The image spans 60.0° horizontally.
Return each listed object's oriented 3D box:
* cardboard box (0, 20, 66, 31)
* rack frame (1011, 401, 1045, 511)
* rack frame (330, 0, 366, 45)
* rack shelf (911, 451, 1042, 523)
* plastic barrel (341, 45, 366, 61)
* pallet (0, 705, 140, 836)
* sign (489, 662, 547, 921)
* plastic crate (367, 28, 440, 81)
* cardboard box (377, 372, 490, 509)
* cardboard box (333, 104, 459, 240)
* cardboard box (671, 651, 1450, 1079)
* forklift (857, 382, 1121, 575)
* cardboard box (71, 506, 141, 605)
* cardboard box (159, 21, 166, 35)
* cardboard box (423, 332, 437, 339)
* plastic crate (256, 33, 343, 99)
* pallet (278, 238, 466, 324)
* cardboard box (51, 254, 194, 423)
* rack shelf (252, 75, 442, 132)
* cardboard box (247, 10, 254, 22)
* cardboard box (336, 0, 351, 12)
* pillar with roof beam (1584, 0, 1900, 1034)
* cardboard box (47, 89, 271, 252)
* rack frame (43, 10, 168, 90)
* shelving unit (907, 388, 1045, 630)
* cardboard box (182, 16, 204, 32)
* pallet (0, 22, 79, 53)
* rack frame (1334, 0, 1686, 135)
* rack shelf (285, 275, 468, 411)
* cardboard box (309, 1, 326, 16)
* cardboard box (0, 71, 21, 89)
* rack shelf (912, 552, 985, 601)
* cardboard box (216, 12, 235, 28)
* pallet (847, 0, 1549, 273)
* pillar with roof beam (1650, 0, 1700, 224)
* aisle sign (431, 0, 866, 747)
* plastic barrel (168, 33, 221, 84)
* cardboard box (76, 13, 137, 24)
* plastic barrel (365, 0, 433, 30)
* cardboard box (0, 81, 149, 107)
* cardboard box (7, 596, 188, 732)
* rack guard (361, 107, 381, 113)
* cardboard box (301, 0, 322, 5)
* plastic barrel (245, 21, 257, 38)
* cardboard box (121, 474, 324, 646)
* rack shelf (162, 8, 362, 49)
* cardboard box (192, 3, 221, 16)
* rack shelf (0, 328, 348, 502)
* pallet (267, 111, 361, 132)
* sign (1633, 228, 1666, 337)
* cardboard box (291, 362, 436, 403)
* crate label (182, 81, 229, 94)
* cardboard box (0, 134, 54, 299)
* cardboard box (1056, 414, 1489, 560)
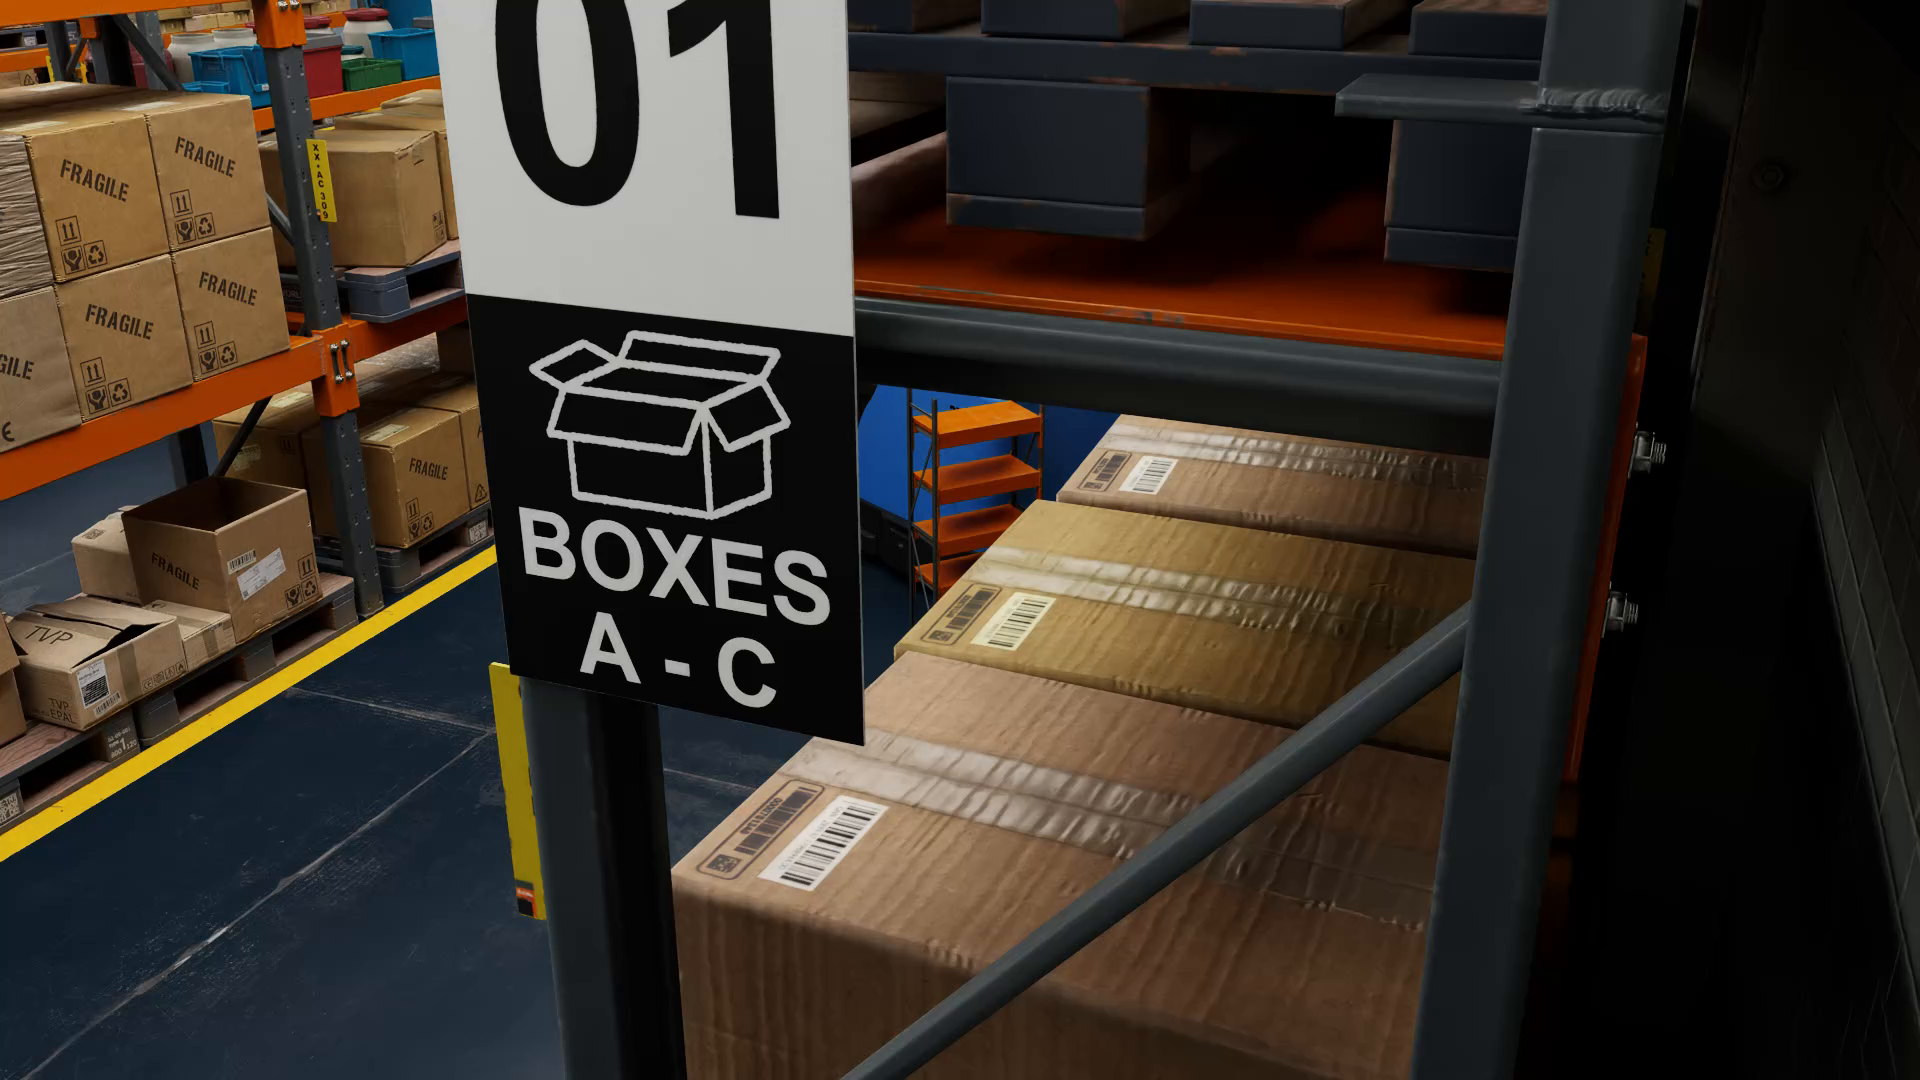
[{"bbox_3d":[-9.731,-5.611,16.469,1.000,1.000,1.000,9,24,20],"label":"cardboard box"},{"bbox_3d":[0.280,-0.120,6.979,0.015,1.200,0.240,-12,25,-26],"label":"rack frame"},{"bbox_3d":[-7.820,-6.836,20.725,1.000,3.000,0.127,9,24,20],"label":"rack frame"},{"bbox_3d":[0.065,-0.219,6.813,0.480,0.148,0.258,-12,25,-26],"label":"rack shelf"},{"bbox_3d":[-5.341,-4.180,14.545,0.301,0.262,0.301,0,23,0],"label":"plastic barrel"},{"bbox_3d":[-3.789,0.848,5.946,1.003,0.211,1.213,9,24,20],"label":"pallet"},{"bbox_3d":[-0.465,0.291,1.853,0.100,0.325,0.005,9,24,20],"label":"sign"},{"bbox_3d":[-4.828,-4.249,14.552,0.392,0.384,0.575,9,24,20],"label":"plastic crate"},{"bbox_3d":[-2.487,-0.503,8.234,0.500,0.500,0.500,9,24,21],"label":"cardboard box"},{"bbox_3d":[-2.501,-1.755,7.885,0.700,0.500,0.500,13,26,28],"label":"cardboard box"},{"bbox_3d":[0.214,0.695,2.306,0.980,0.700,0.700,10,25,22],"label":"cardboard box"},{"bbox_3d":[-0.396,-1.538,8.130,1.130,2.935,3.031,-18,28,-36],"label":"forklift"},{"bbox_3d":[-3.438,0.034,7.193,0.500,0.311,0.500,9,24,20],"label":"cardboard box"},{"bbox_3d":[-8.774,-5.504,17.861,0.380,0.149,0.250,9,24,20],"label":"cardboard box"},{"bbox_3d":[-2.599,-0.927,9.250,0.500,0.500,0.500,8,24,18],"label":"cardboard box"},{"bbox_3d":[-5.308,-3.828,13.440,0.402,0.464,0.583,9,24,20],"label":"plastic crate"},{"bbox_3d":[-2.683,-1.304,7.730,1.003,0.211,1.213,9,24,20],"label":"pallet"},{"bbox_3d":[-3.219,-0.768,6.068,0.500,0.500,0.500,9,24,22],"label":"cardboard box"},{"bbox_3d":[-5.450,-3.648,14.025,1.077,0.370,4.000,9,24,20],"label":"rack shelf"},{"bbox_3d":[-8.194,-6.037,19.137,0.380,0.149,0.250,9,24,20],"label":"cardboard box"},{"bbox_3d":[-7.734,-6.589,20.458,0.380,0.149,0.250,9,24,20],"label":"cardboard box"},{"bbox_3d":[-1.934,-3.425,4.774,9.100,9.000,0.400,9,24,20],"label":"pillar with roof beam"},{"bbox_3d":[-3.028,-1.412,6.311,0.500,0.500,0.500,9,24,20],"label":"cardboard box"},{"bbox_3d":[-6.193,-3.264,12.173,1.000,3.000,0.127,9,24,20],"label":"rack frame"},{"bbox_3d":[0.065,-0.075,6.873,0.503,1.200,0.258,-12,25,-26],"label":"shelving unit"},{"bbox_3d":[-8.559,-5.678,18.278,0.380,0.149,0.250,9,24,20],"label":"cardboard box"},{"bbox_3d":[-9.725,-5.064,16.730,1.003,0.211,1.213,9,24,20],"label":"pallet"},{"bbox_3d":[0.034,-1.751,0.768,1.000,3.000,0.127,9,24,20],"label":"rack frame"},{"bbox_3d":[-2.338,-1.506,8.897,1.077,0.370,4.000,9,24,20],"label":"rack shelf"},{"bbox_3d":[-7.872,-6.403,20.012,0.380,0.149,0.250,9,24,20],"label":"cardboard box"},{"bbox_3d":[-12.903,-6.229,21.482,0.875,0.875,0.875,8,24,19],"label":"cardboard box"},{"bbox_3d":[0.065,0.170,6.976,0.480,0.148,0.258,-12,25,-26],"label":"rack shelf"},{"bbox_3d":[-8.402,-5.862,18.717,0.380,0.149,0.250,9,24,20],"label":"cardboard box"},{"bbox_3d":[0.300,-0.593,2.002,1.003,0.211,1.213,9,24,20],"label":"pallet"},{"bbox_3d":[2.523,-7.719,15.054,9.100,9.000,0.400,9,24,20],"label":"pillar with roof beam"},{"bbox_3d":[-0.271,-0.200,1.464,0.394,0.787,0.004,9,24,20],"label":"aisle sign"},{"bbox_3d":[-6.009,-3.715,13.106,0.421,0.512,0.421,0,23,0],"label":"plastic barrel"},{"bbox_3d":[-9.081,-5.740,17.585,0.875,0.500,0.500,9,24,20],"label":"cardboard box"},{"bbox_3d":[-5.132,-4.832,15.276,0.600,0.901,0.708,9,24,20],"label":"plastic barrel"},{"bbox_3d":[-3.517,-1.502,6.526,0.500,0.500,0.500,9,24,21],"label":"cardboard box"},{"bbox_3d":[-3.308,0.428,6.251,0.500,0.311,0.500,9,24,20],"label":"cardboard box"},{"bbox_3d":[-7.848,-5.656,21.141,1.175,0.500,0.348,9,24,20],"label":"rack guard"},{"bbox_3d":[-8.124,-6.631,19.717,0.875,0.500,0.500,9,24,20],"label":"cardboard box"},{"bbox_3d":[-5.699,-4.030,13.830,0.433,0.535,0.433,0,23,0],"label":"plastic barrel"},{"bbox_3d":[-3.029,0.072,6.857,0.500,0.500,0.500,9,24,20],"label":"cardboard box"},{"bbox_3d":[-8.563,-5.789,19.150,1.077,0.370,4.000,9,24,20],"label":"rack shelf"},{"bbox_3d":[-8.770,-6.108,18.465,0.875,0.500,0.500,9,24,20],"label":"cardboard box"},{"bbox_3d":[-3.824,-0.075,5.471,1.077,0.370,4.000,9,24,20],"label":"rack shelf"},{"bbox_3d":[-8.183,-5.237,20.513,1.003,0.211,1.213,9,24,20],"label":"pallet"},{"bbox_3d":[2.035,-0.772,4.980,0.100,0.325,0.005,9,24,20],"label":"sign"},{"bbox_3d":[-2.972,-0.565,8.384,0.500,0.500,0.500,9,24,20],"label":"cardboard box"},{"bbox_3d":[-5.688,-3.284,12.438,0.303,0.233,0.416,9,24,20],"label":"crate label"},{"bbox_3d":[-3.404,-1.048,5.440,0.500,0.500,0.500,9,24,20],"label":"cardboard box"},{"bbox_3d":[0.766,0.161,3.584,0.980,0.700,0.700,8,24,17],"label":"cardboard box"}]
